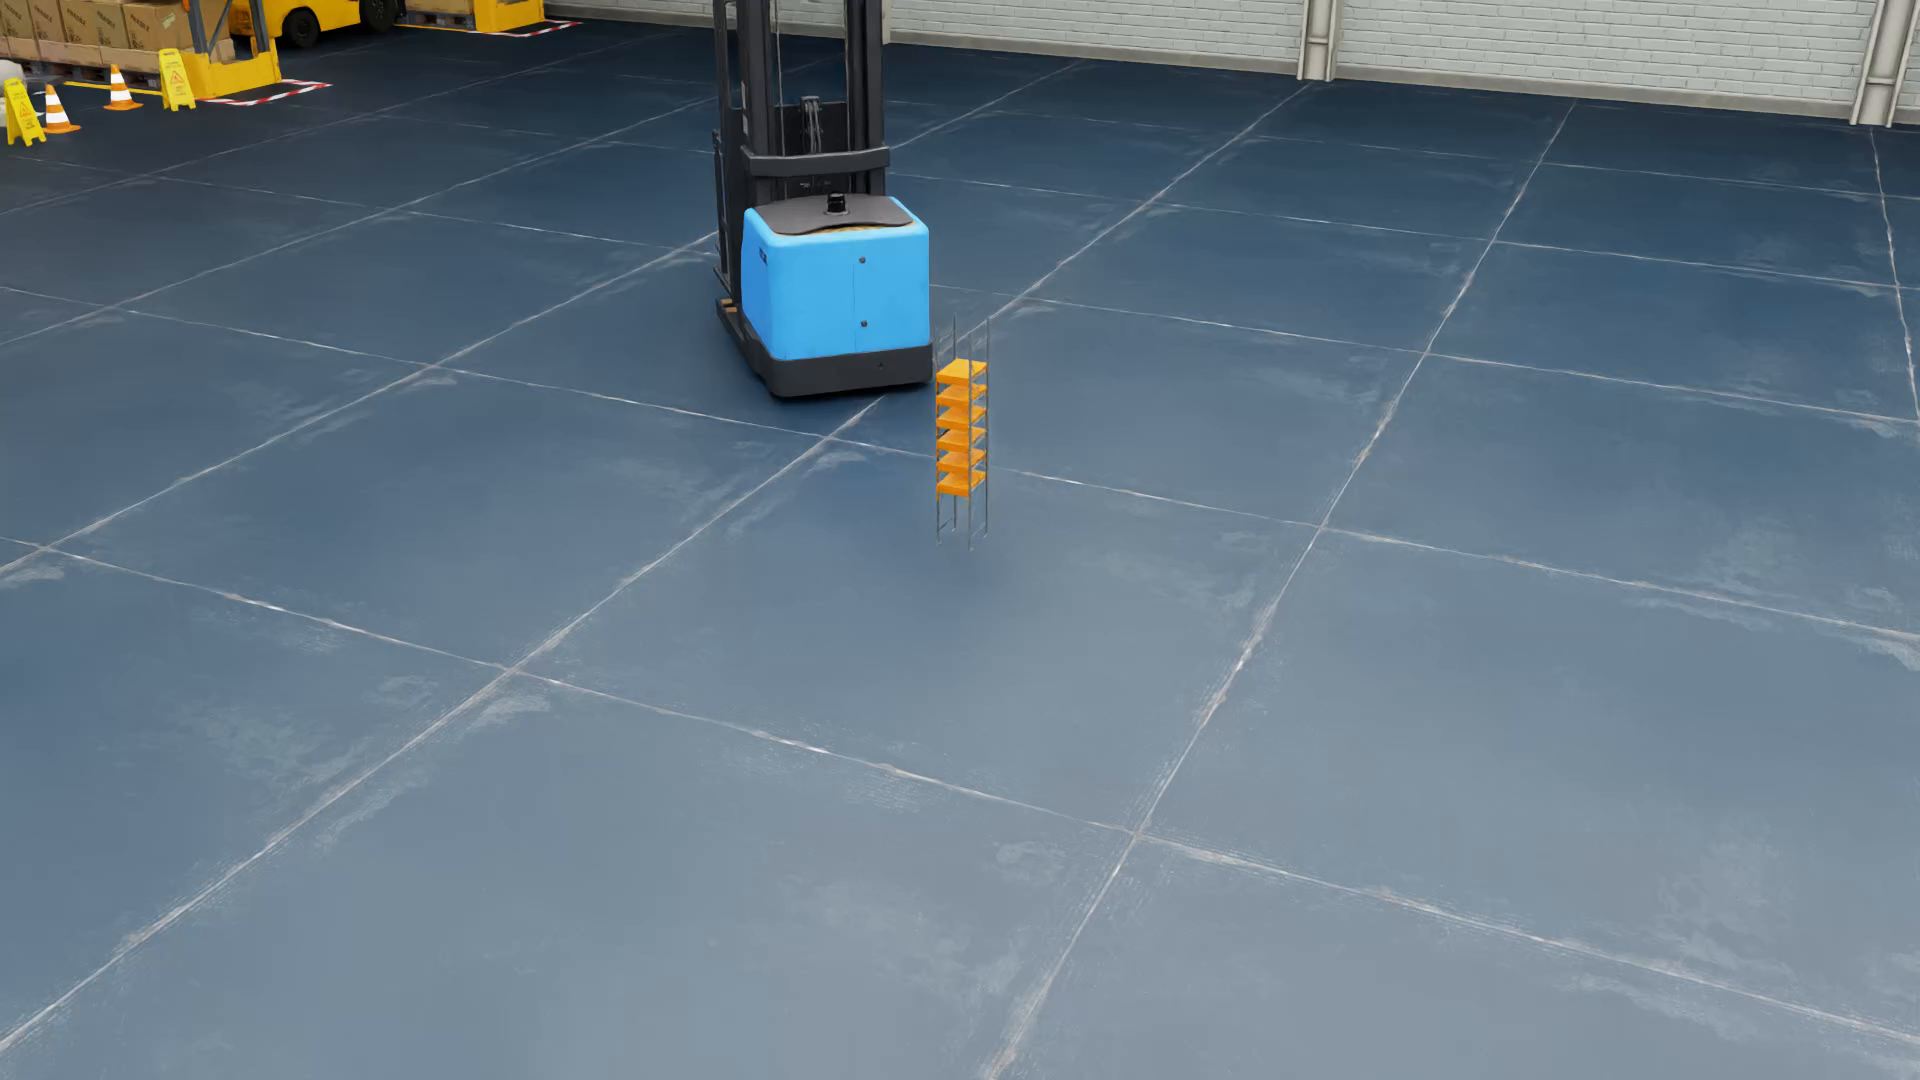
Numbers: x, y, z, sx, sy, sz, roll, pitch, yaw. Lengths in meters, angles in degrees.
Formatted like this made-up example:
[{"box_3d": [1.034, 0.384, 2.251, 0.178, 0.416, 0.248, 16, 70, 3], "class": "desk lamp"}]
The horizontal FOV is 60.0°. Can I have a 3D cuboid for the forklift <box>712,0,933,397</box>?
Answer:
[{"box_3d": [-1.115, -2.841, 11.202, 1.130, 2.935, 3.031, -8, 27, -16], "class": "forklift"}]

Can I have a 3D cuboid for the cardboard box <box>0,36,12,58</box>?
[{"box_3d": [-11.633, -6.091, 20.364, 0.500, 0.250, 0.500, 10, 28, 19], "class": "cardboard box"}]

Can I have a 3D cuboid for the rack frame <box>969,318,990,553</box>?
[{"box_3d": [0.096, -0.519, 8.446, 0.006, 1.200, 0.240, 11, 28, 22], "class": "rack frame"}]

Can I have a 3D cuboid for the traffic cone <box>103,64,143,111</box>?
[{"box_3d": [-9.343, -5.043, 18.470, 0.334, 0.463, 0.336, 11, 28, 22], "class": "traffic cone"}]

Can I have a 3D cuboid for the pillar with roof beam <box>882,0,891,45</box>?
[{"box_3d": [-2.947, -8.971, 16.784, 0.400, 9.000, 9.100, 11, 28, 22], "class": "pillar with roof beam"}]

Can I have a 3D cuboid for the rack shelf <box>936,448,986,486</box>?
[{"box_3d": [0.013, -0.388, 8.552, 0.180, 0.103, 0.258, 11, 28, 22], "class": "rack shelf"}]

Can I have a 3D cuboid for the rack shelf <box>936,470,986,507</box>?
[{"box_3d": [0.013, -0.280, 8.605, 0.180, 0.103, 0.258, 11, 28, 22], "class": "rack shelf"}]

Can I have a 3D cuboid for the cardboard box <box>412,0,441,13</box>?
[{"box_3d": [-7.373, -7.627, 23.482, 0.500, 0.250, 0.500, 11, 28, 22], "class": "cardboard box"}]

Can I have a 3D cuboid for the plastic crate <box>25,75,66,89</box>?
[{"box_3d": [-10.969, -5.426, 19.681, 0.583, 0.080, 0.402, 2, 26, 4], "class": "plastic crate"}]

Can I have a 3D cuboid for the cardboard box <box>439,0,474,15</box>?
[{"box_3d": [-6.925, -7.532, 23.290, 0.500, 0.250, 0.500, 12, 28, 22], "class": "cardboard box"}]

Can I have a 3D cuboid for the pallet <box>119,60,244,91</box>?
[{"box_3d": [-9.212, -5.547, 19.778, 1.213, 0.211, 1.003, 11, 28, 22], "class": "pallet"}]

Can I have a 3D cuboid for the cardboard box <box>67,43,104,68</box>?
[{"box_3d": [-10.212, -5.807, 19.787, 0.500, 0.250, 0.500, 10, 28, 20], "class": "cardboard box"}]

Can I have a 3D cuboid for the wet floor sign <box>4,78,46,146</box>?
[{"box_3d": [-9.529, -4.347, 16.850, 0.232, 0.644, 0.267, 6, 27, 13], "class": "wet floor sign"}]

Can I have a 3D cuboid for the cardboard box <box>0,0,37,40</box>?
[{"box_3d": [-11.141, -6.335, 20.009, 0.500, 0.500, 0.500, 13, 29, 24], "class": "cardboard box"}]

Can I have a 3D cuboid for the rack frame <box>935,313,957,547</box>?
[{"box_3d": [-0.070, -0.552, 8.514, 0.006, 1.200, 0.240, 11, 28, 22], "class": "rack frame"}]

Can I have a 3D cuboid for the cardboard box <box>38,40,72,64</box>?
[{"box_3d": [-10.659, -5.902, 19.980, 0.500, 0.250, 0.500, 11, 28, 21], "class": "cardboard box"}]

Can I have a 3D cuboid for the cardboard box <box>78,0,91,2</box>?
[{"box_3d": [-10.083, -6.382, 19.370, 0.250, 0.149, 0.380, 13, 29, 24], "class": "cardboard box"}]

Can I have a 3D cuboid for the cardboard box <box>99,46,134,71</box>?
[{"box_3d": [-9.733, -5.714, 19.597, 0.500, 0.250, 0.500, 11, 28, 22], "class": "cardboard box"}]

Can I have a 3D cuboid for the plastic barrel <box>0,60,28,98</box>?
[{"box_3d": [-10.924, -5.235, 18.903, 0.512, 0.421, 0.421, -12, 29, -23], "class": "plastic barrel"}]

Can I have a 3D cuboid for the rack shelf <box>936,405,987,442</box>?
[{"box_3d": [0.013, -0.603, 8.446, 0.180, 0.103, 0.258, 11, 28, 22], "class": "rack shelf"}]

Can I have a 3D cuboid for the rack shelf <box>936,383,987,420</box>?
[{"box_3d": [0.013, -0.711, 8.393, 0.180, 0.103, 0.258, 11, 28, 22], "class": "rack shelf"}]

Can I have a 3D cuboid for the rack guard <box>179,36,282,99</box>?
[{"box_3d": [-8.487, -5.514, 19.384, 0.348, 0.500, 1.175, 11, 28, 22], "class": "rack guard"}]

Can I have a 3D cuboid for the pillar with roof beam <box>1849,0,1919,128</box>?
[{"box_3d": [7.977, -6.777, 12.328, 0.400, 9.000, 9.100, 11, 28, 22], "class": "pillar with roof beam"}]

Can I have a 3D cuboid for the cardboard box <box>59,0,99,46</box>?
[{"box_3d": [-10.188, -6.144, 19.621, 0.500, 0.500, 0.500, 11, 28, 21], "class": "cardboard box"}]

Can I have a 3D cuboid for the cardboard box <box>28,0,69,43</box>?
[{"box_3d": [-10.670, -6.239, 19.815, 0.500, 0.500, 0.500, 13, 29, 24], "class": "cardboard box"}]

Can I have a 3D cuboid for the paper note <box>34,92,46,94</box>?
[{"box_3d": [-10.626, -5.183, 19.242, 0.148, 0.019, 0.142, 2, 26, 4], "class": "paper note"}]

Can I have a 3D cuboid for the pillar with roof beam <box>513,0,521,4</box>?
[{"box_3d": [-8.409, -10.068, 19.012, 0.400, 9.000, 9.100, 11, 28, 22], "class": "pillar with roof beam"}]

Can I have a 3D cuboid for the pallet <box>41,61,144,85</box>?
[{"box_3d": [-10.318, -5.771, 20.232, 1.213, 0.211, 1.003, 11, 28, 22], "class": "pallet"}]

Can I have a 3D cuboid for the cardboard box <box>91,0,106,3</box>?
[{"box_3d": [-9.844, -6.333, 19.271, 0.250, 0.149, 0.380, 12, 29, 23], "class": "cardboard box"}]

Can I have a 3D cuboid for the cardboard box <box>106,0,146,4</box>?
[{"box_3d": [-9.617, -6.286, 19.175, 0.250, 0.149, 0.380, 12, 29, 23], "class": "cardboard box"}]

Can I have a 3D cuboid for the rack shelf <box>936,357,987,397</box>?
[{"box_3d": [0.013, -0.819, 8.340, 0.180, 0.103, 0.258, 11, 28, 22], "class": "rack shelf"}]

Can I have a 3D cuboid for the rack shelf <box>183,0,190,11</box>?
[{"box_3d": [-10.238, -6.665, 19.705, 4.000, 0.370, 1.077, 11, 28, 22], "class": "rack shelf"}]

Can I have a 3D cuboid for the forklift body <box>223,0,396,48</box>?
[{"box_3d": [-8.848, -7.851, 22.260, 1.214, 2.155, 2.313, 11, 28, 22], "class": "forklift body"}]

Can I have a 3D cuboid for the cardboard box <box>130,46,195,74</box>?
[{"box_3d": [-9.287, -5.620, 19.407, 0.500, 0.250, 0.500, 11, 28, 22], "class": "cardboard box"}]

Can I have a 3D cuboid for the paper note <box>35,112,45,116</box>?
[{"box_3d": [-10.102, -4.662, 18.185, 0.142, 0.019, 0.148, 2, 26, 4], "class": "paper note"}]

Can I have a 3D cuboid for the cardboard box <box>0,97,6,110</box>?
[{"box_3d": [-10.446, -4.770, 18.270, 0.380, 0.149, 0.250, -18, 31, -31], "class": "cardboard box"}]

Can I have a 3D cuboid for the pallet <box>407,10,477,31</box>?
[{"box_3d": [-7.080, -7.490, 23.724, 1.213, 0.211, 1.003, 11, 28, 22], "class": "pallet"}]

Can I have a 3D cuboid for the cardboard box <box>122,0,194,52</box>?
[{"box_3d": [-9.255, -5.954, 19.237, 0.500, 0.500, 0.500, 12, 28, 22], "class": "cardboard box"}]

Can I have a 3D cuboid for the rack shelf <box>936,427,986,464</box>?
[{"box_3d": [0.013, -0.496, 8.499, 0.180, 0.103, 0.258, 11, 28, 22], "class": "rack shelf"}]

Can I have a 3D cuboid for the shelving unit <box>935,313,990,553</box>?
[{"box_3d": [0.013, -0.536, 8.480, 0.189, 1.200, 0.258, 11, 28, 22], "class": "shelving unit"}]

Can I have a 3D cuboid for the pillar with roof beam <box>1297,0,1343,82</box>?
[{"box_3d": [2.515, -7.874, 14.556, 0.400, 9.000, 9.100, 11, 28, 22], "class": "pillar with roof beam"}]

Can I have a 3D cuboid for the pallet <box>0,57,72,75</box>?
[{"box_3d": [-11.433, -5.993, 20.684, 1.213, 0.211, 1.003, 11, 28, 22], "class": "pallet"}]

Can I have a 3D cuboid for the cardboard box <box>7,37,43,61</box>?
[{"box_3d": [-11.143, -5.998, 20.175, 0.500, 0.250, 0.500, 13, 29, 25], "class": "cardboard box"}]

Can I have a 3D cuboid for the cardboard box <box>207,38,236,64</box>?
[{"box_3d": [-9.037, -5.835, 19.843, 0.500, 0.250, 0.500, 11, 28, 21], "class": "cardboard box"}]

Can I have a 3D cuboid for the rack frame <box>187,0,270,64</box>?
[{"box_3d": [-8.417, -6.622, 18.803, 0.127, 3.000, 1.000, 11, 28, 22], "class": "rack frame"}]

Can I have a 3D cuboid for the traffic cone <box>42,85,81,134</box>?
[{"box_3d": [-9.493, -4.535, 17.437, 0.334, 0.463, 0.336, 11, 28, 22], "class": "traffic cone"}]

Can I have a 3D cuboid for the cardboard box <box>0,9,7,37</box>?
[{"box_3d": [-11.633, -6.428, 20.198, 0.500, 0.500, 0.500, 13, 29, 24], "class": "cardboard box"}]

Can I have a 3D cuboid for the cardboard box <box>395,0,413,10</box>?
[{"box_3d": [-7.825, -7.722, 23.675, 0.500, 0.250, 0.500, 12, 29, 22], "class": "cardboard box"}]

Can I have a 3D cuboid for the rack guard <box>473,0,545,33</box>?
[{"box_3d": [-6.344, -7.492, 23.402, 0.348, 0.500, 1.175, 11, 28, 22], "class": "rack guard"}]

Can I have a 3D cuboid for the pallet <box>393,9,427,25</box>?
[{"box_3d": [-8.186, -7.714, 24.178, 1.213, 0.211, 1.003, 11, 28, 22], "class": "pallet"}]

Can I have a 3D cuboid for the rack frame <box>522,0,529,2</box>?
[{"box_3d": [-6.366, -8.618, 22.859, 0.127, 3.000, 1.000, 11, 28, 22], "class": "rack frame"}]

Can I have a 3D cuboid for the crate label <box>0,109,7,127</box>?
[{"box_3d": [-10.234, -4.508, 17.750, 0.298, 0.136, 0.250, -2, 26, -5], "class": "crate label"}]

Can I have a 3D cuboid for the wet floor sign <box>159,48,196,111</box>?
[{"box_3d": [-8.687, -5.100, 18.379, 0.232, 0.644, 0.267, 23, 35, 39], "class": "wet floor sign"}]

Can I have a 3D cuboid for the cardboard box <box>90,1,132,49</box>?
[{"box_3d": [-9.731, -6.049, 19.428, 0.500, 0.500, 0.500, 12, 29, 24], "class": "cardboard box"}]

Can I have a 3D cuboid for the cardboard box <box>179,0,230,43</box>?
[{"box_3d": [-9.059, -6.176, 19.686, 0.500, 0.500, 0.500, 10, 28, 20], "class": "cardboard box"}]

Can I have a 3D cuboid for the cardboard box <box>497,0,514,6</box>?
[{"box_3d": [-6.732, -7.741, 23.715, 0.500, 0.250, 0.500, 11, 28, 22], "class": "cardboard box"}]
